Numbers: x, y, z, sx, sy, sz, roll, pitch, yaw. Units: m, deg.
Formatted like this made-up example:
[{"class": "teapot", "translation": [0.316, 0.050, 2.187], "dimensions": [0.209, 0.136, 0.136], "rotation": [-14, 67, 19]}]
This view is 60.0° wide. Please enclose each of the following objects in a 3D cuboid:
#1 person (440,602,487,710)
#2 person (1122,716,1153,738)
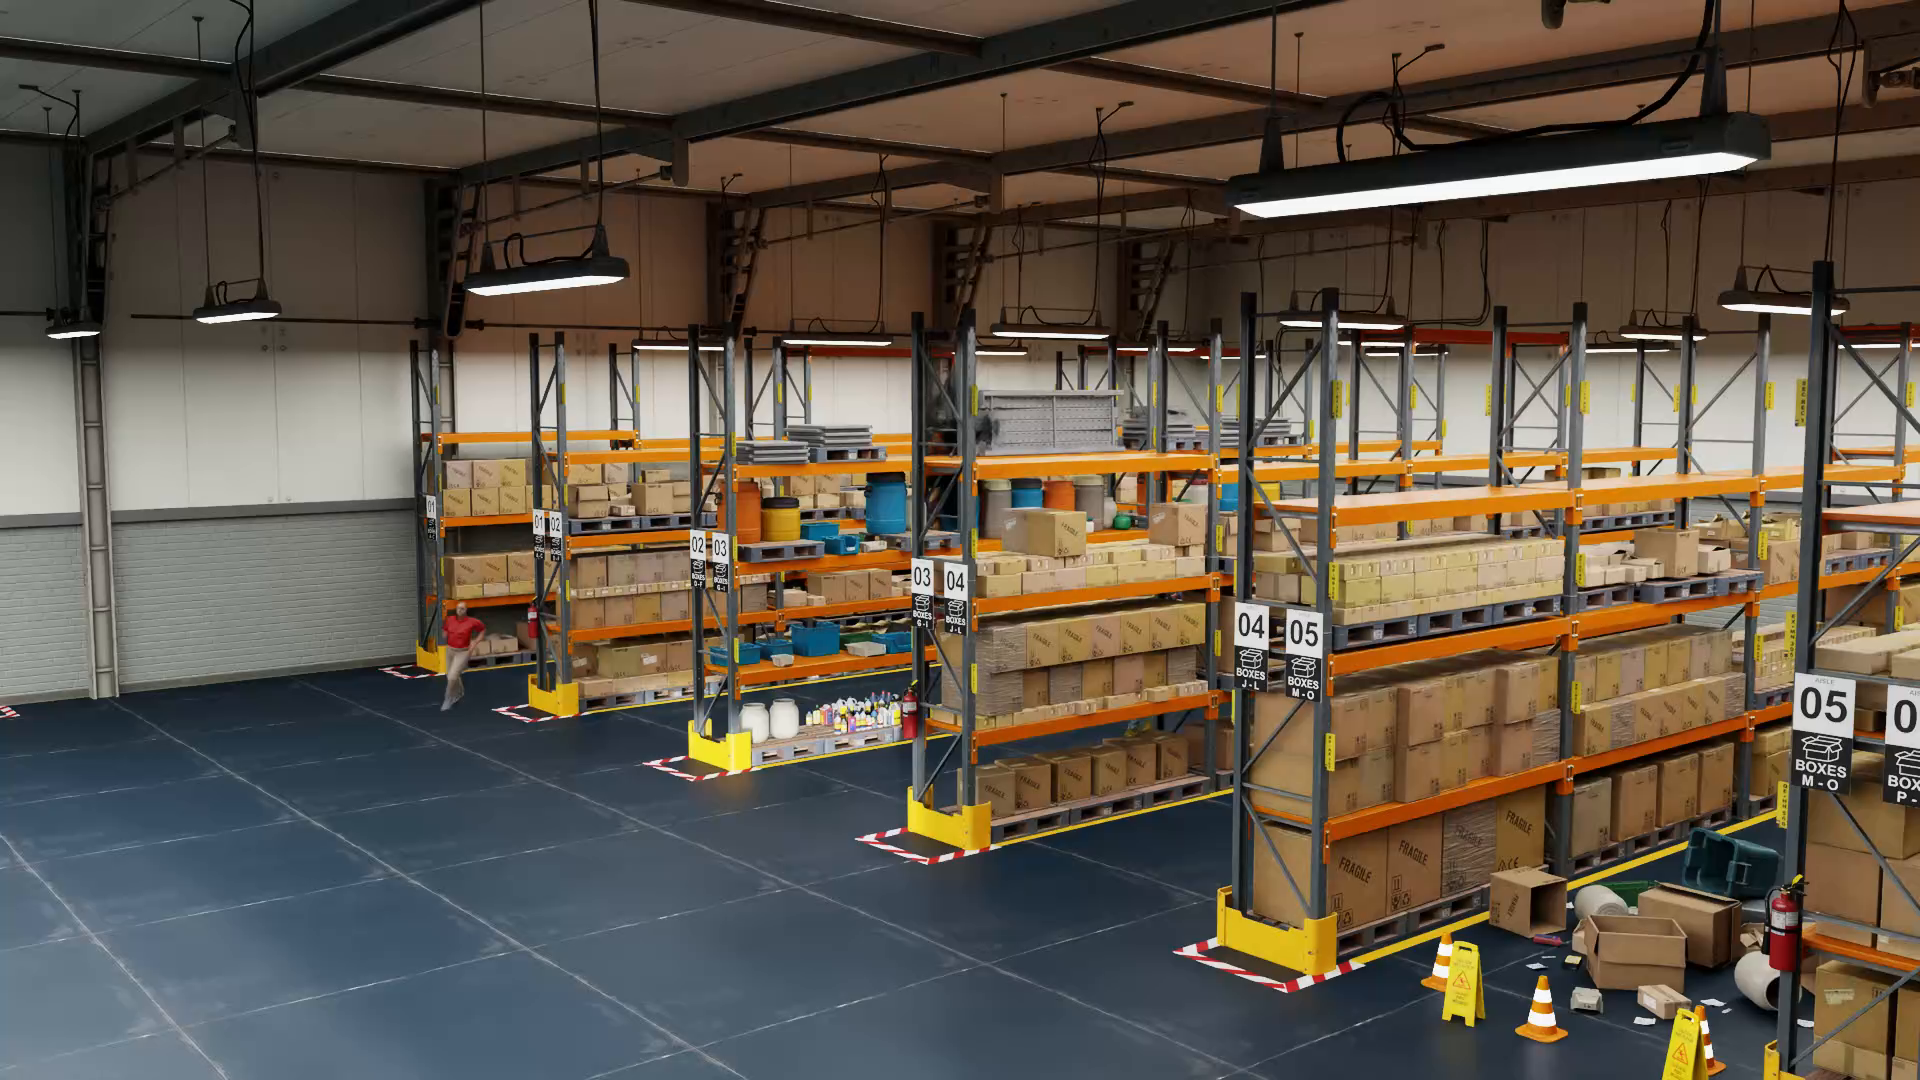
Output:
[{"class": "person", "translation": [-8.032, 1.898, 26.759], "dimensions": [0.677, 1.688, 0.750], "rotation": [2, 6, 19]}, {"class": "person", "translation": [2.478, 1.839, 23.180], "dimensions": [0.841, 1.799, 0.686], "rotation": [-5, 7, -43]}]
